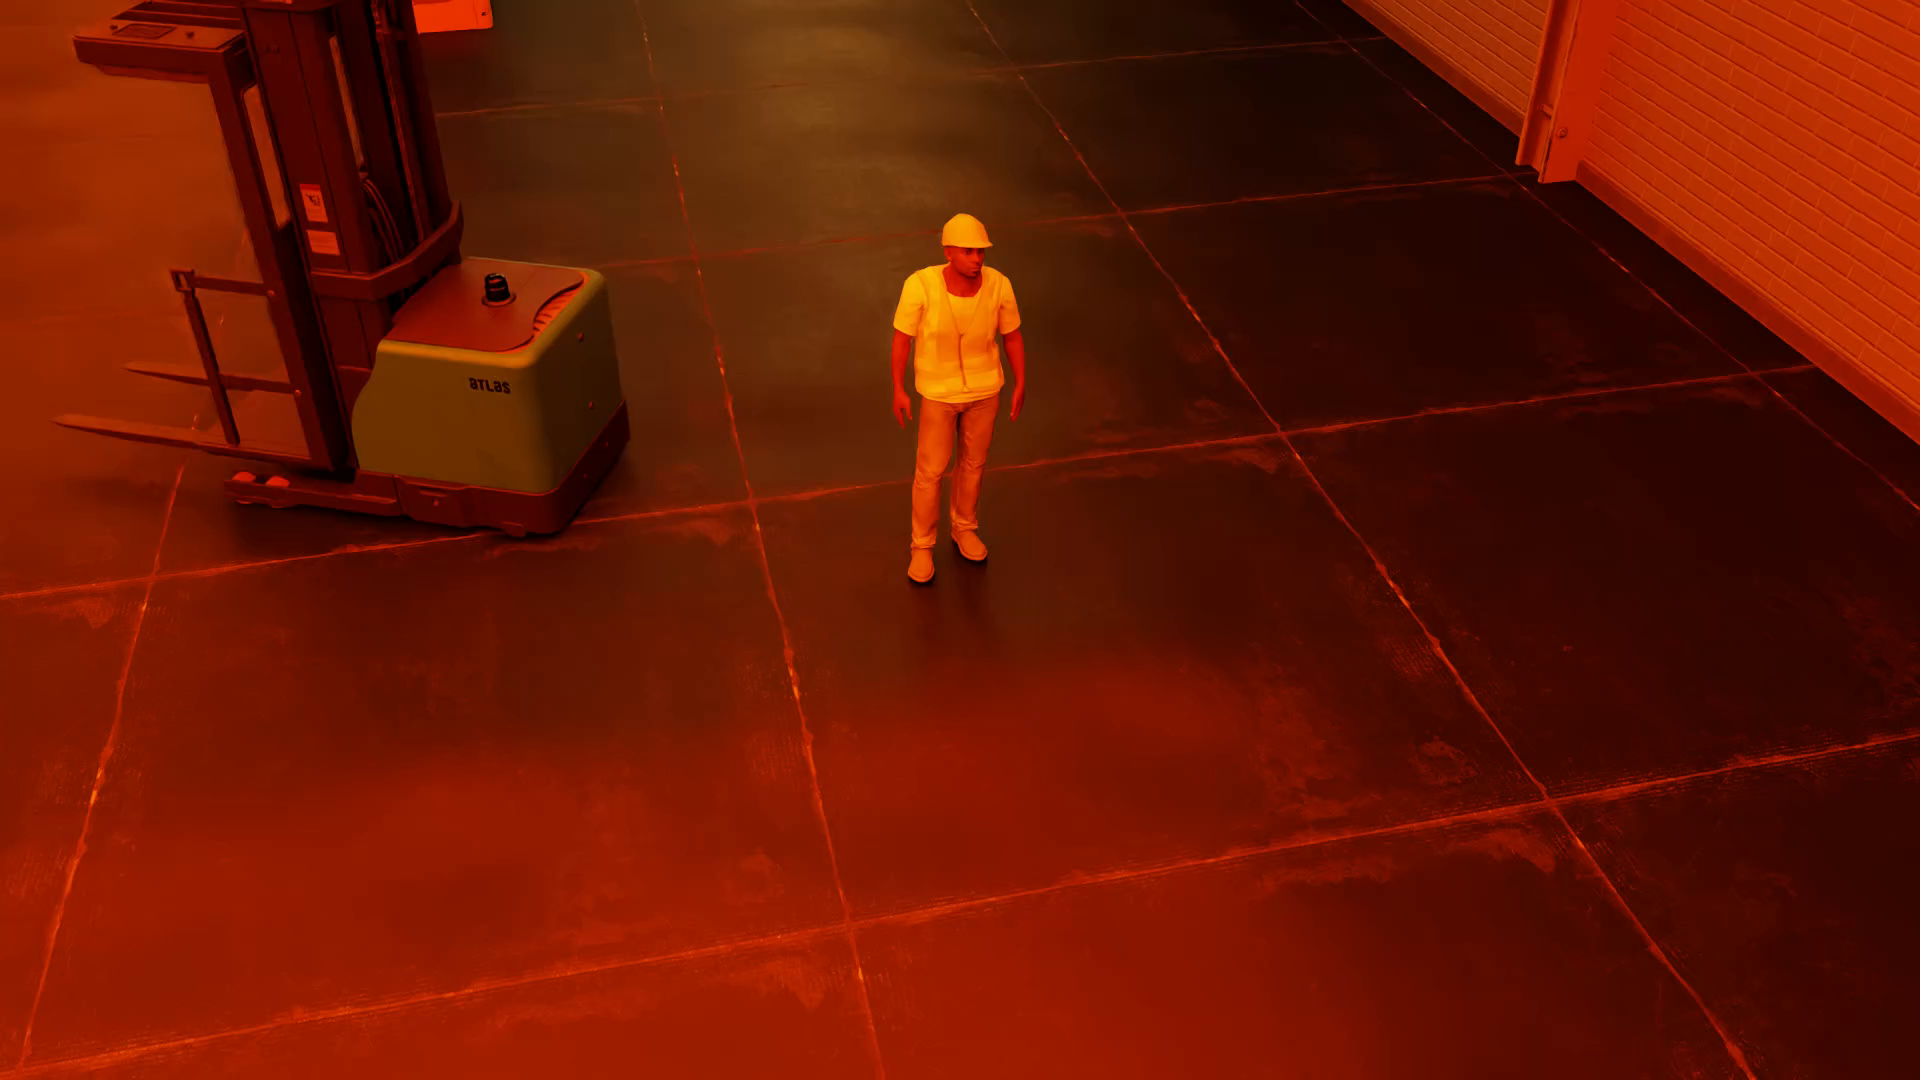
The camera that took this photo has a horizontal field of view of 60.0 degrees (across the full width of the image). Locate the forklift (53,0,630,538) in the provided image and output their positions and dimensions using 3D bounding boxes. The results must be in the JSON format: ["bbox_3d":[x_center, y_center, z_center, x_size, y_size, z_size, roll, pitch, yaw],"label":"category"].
[{"bbox_3d":[-3.403,-1.648,8.340,3.031,2.935,1.130,8,36,10],"label":"forklift"}]

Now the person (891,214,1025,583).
[{"bbox_3d":[0.011,-0.682,7.983,0.666,1.768,0.575,-8,36,-11],"label":"person"}]
